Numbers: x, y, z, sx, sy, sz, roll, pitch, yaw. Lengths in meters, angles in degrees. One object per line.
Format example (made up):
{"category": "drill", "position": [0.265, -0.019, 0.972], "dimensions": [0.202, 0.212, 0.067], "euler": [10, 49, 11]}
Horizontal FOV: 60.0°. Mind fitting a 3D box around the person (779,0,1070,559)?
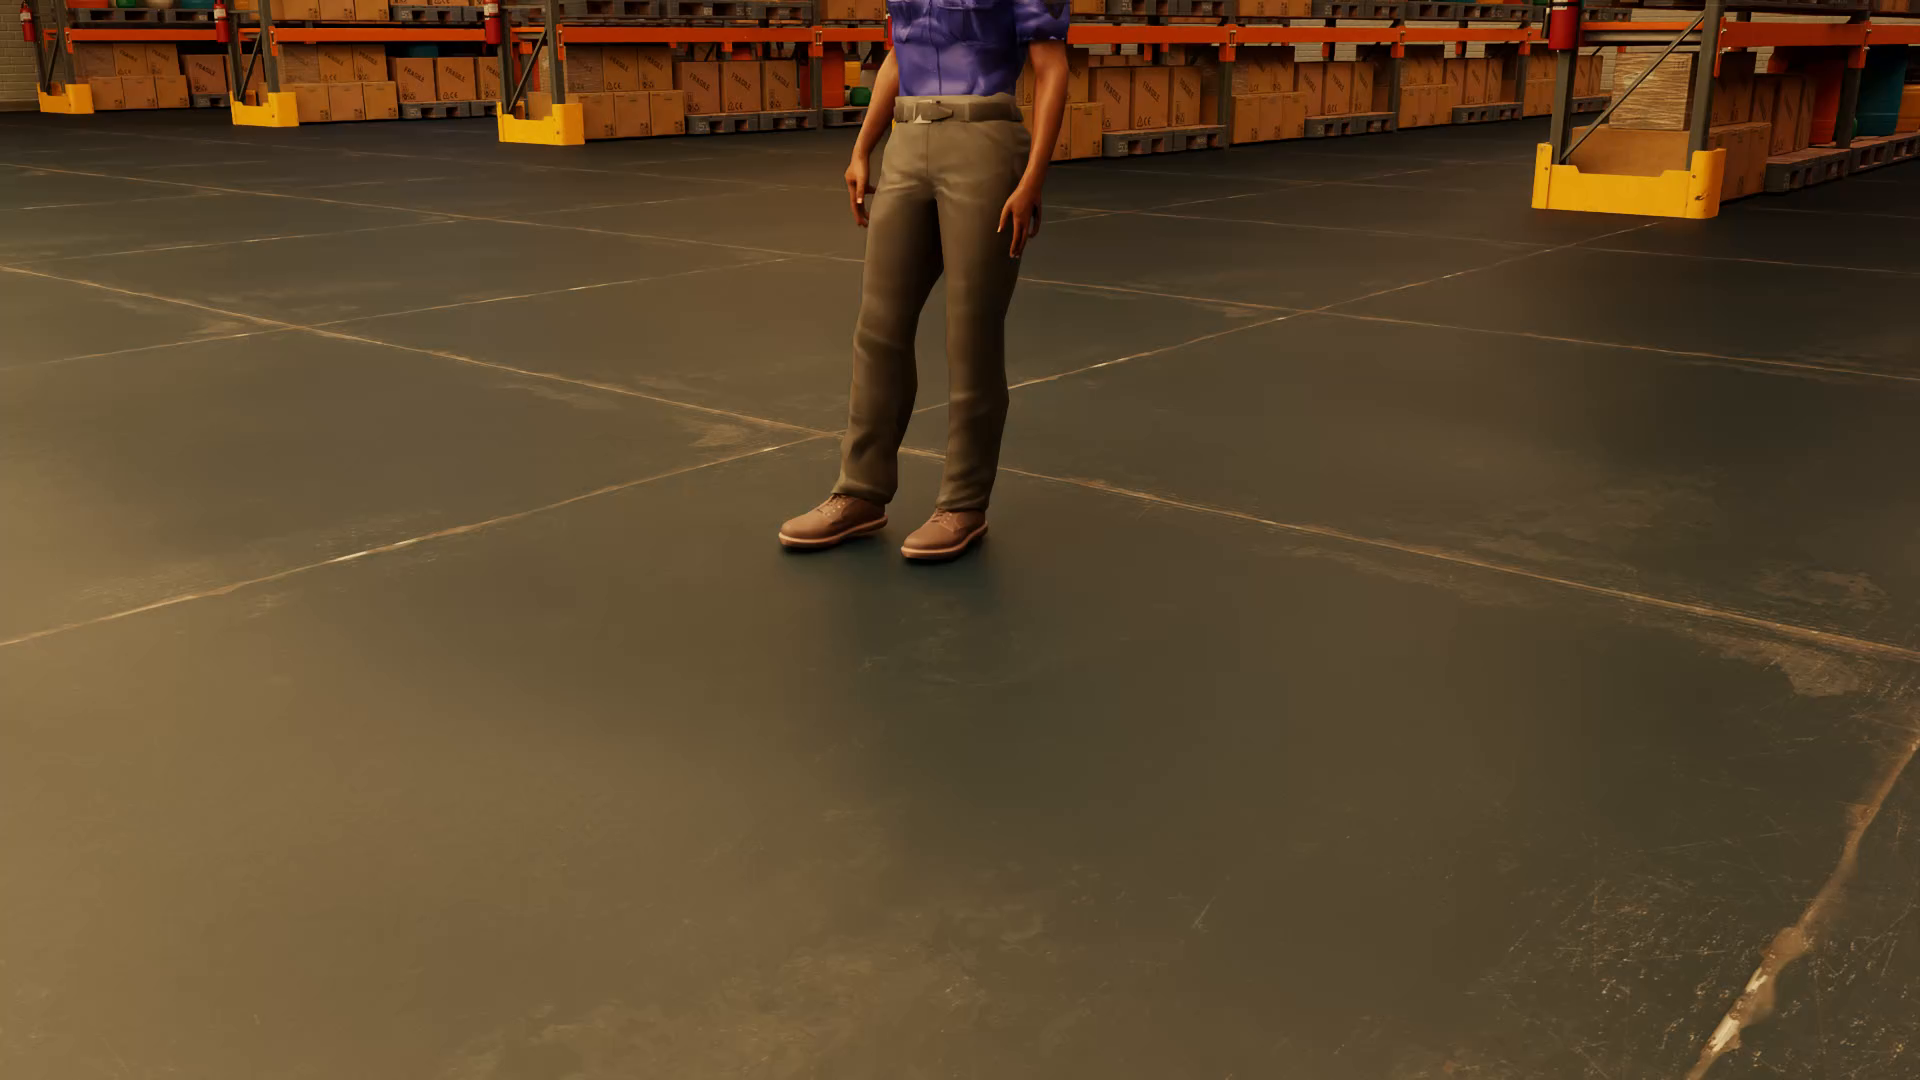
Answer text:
{"category": "person", "position": [-0.071, -0.776, 3.648], "dimensions": [0.570, 1.642, 0.503], "euler": [13, 21, 37]}
